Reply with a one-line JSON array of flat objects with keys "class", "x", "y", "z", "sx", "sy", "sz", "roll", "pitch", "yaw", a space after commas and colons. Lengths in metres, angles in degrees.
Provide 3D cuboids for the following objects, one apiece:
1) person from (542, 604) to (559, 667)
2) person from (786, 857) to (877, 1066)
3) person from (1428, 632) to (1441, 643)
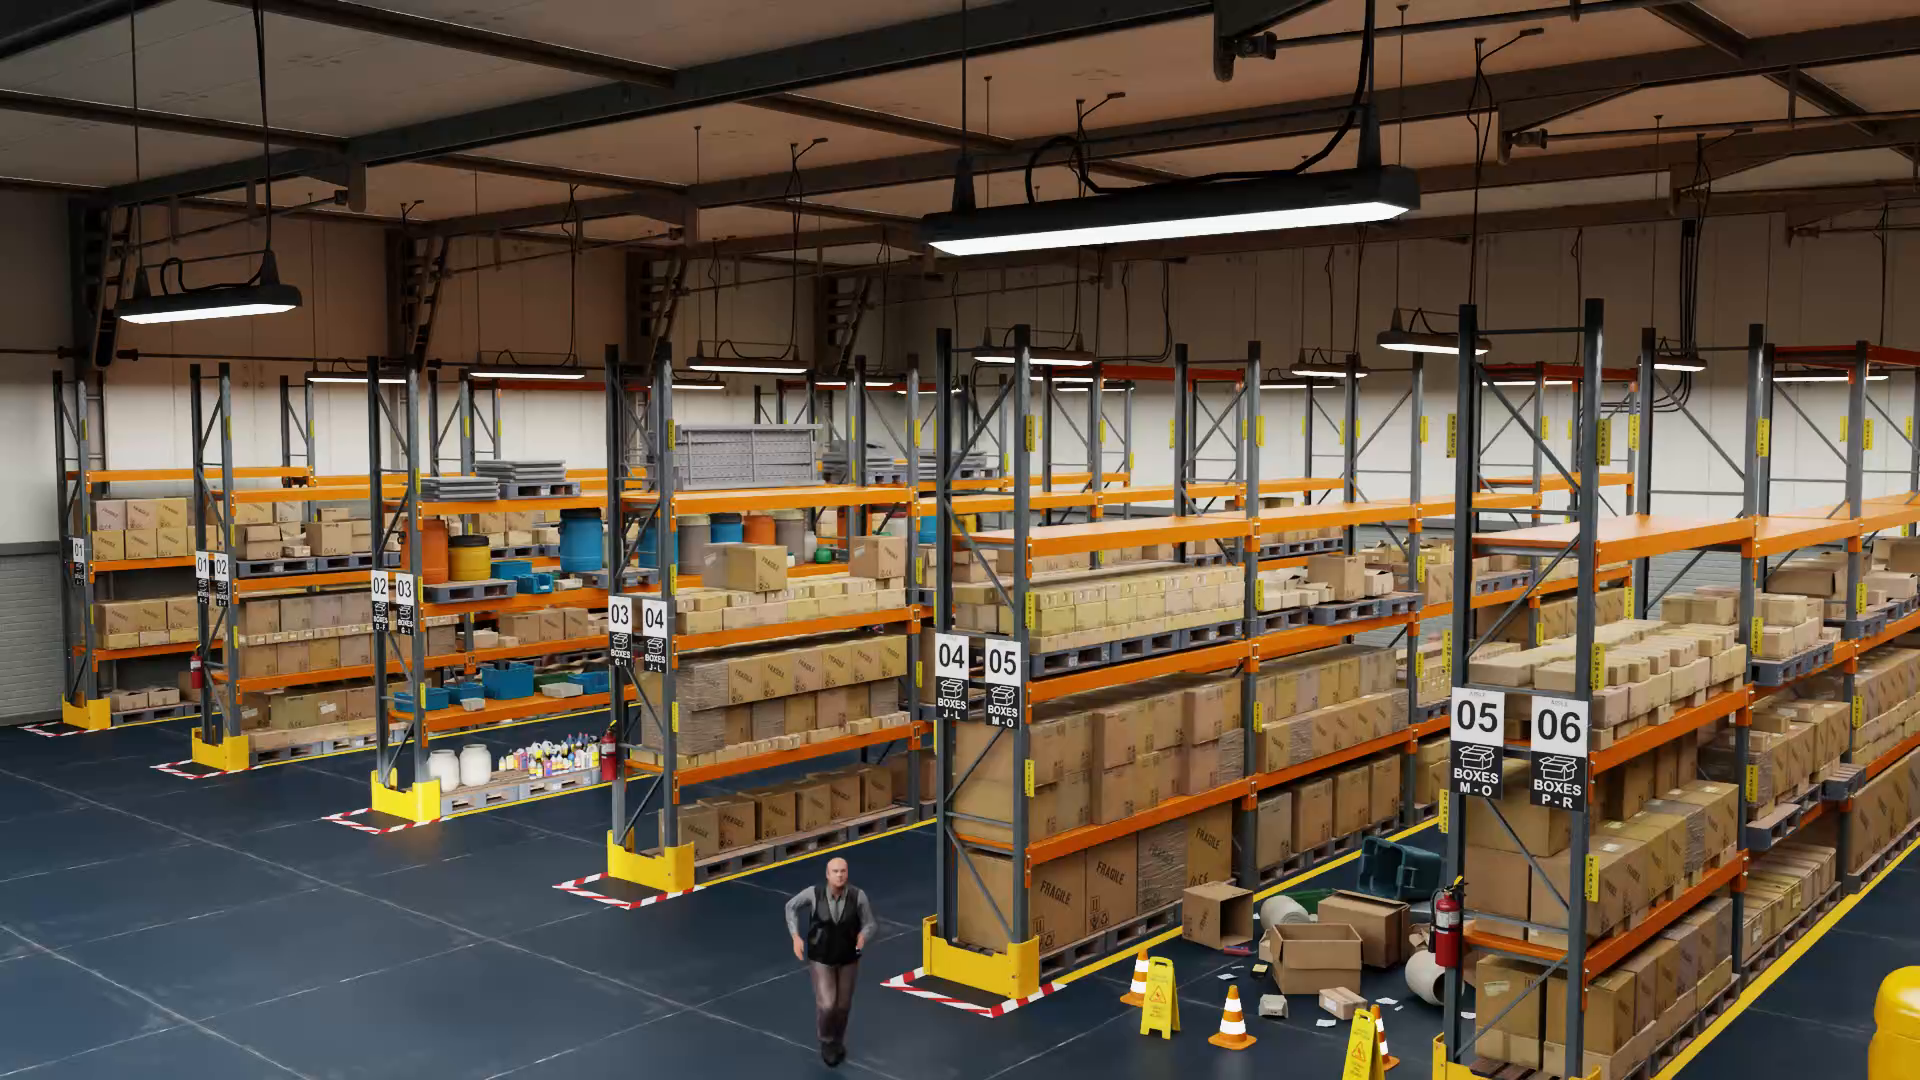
[{"class": "person", "x": -7.862, "y": 2.028, "z": 31.871, "sx": 0.554, "sy": 1.705, "sz": 0.865, "roll": 2, "pitch": 5, "yaw": 29}, {"class": "person", "x": -1.015, "y": 3.359, "z": 13.242, "sx": 0.702, "sy": 1.689, "sz": 0.820, "roll": -1, "pitch": 4, "yaw": -13}, {"class": "person", "x": 7.685, "y": 2.363, "z": 26.877, "sx": 0.687, "sy": 1.750, "sz": 0.705, "roll": -4, "pitch": 6, "yaw": -42}]
